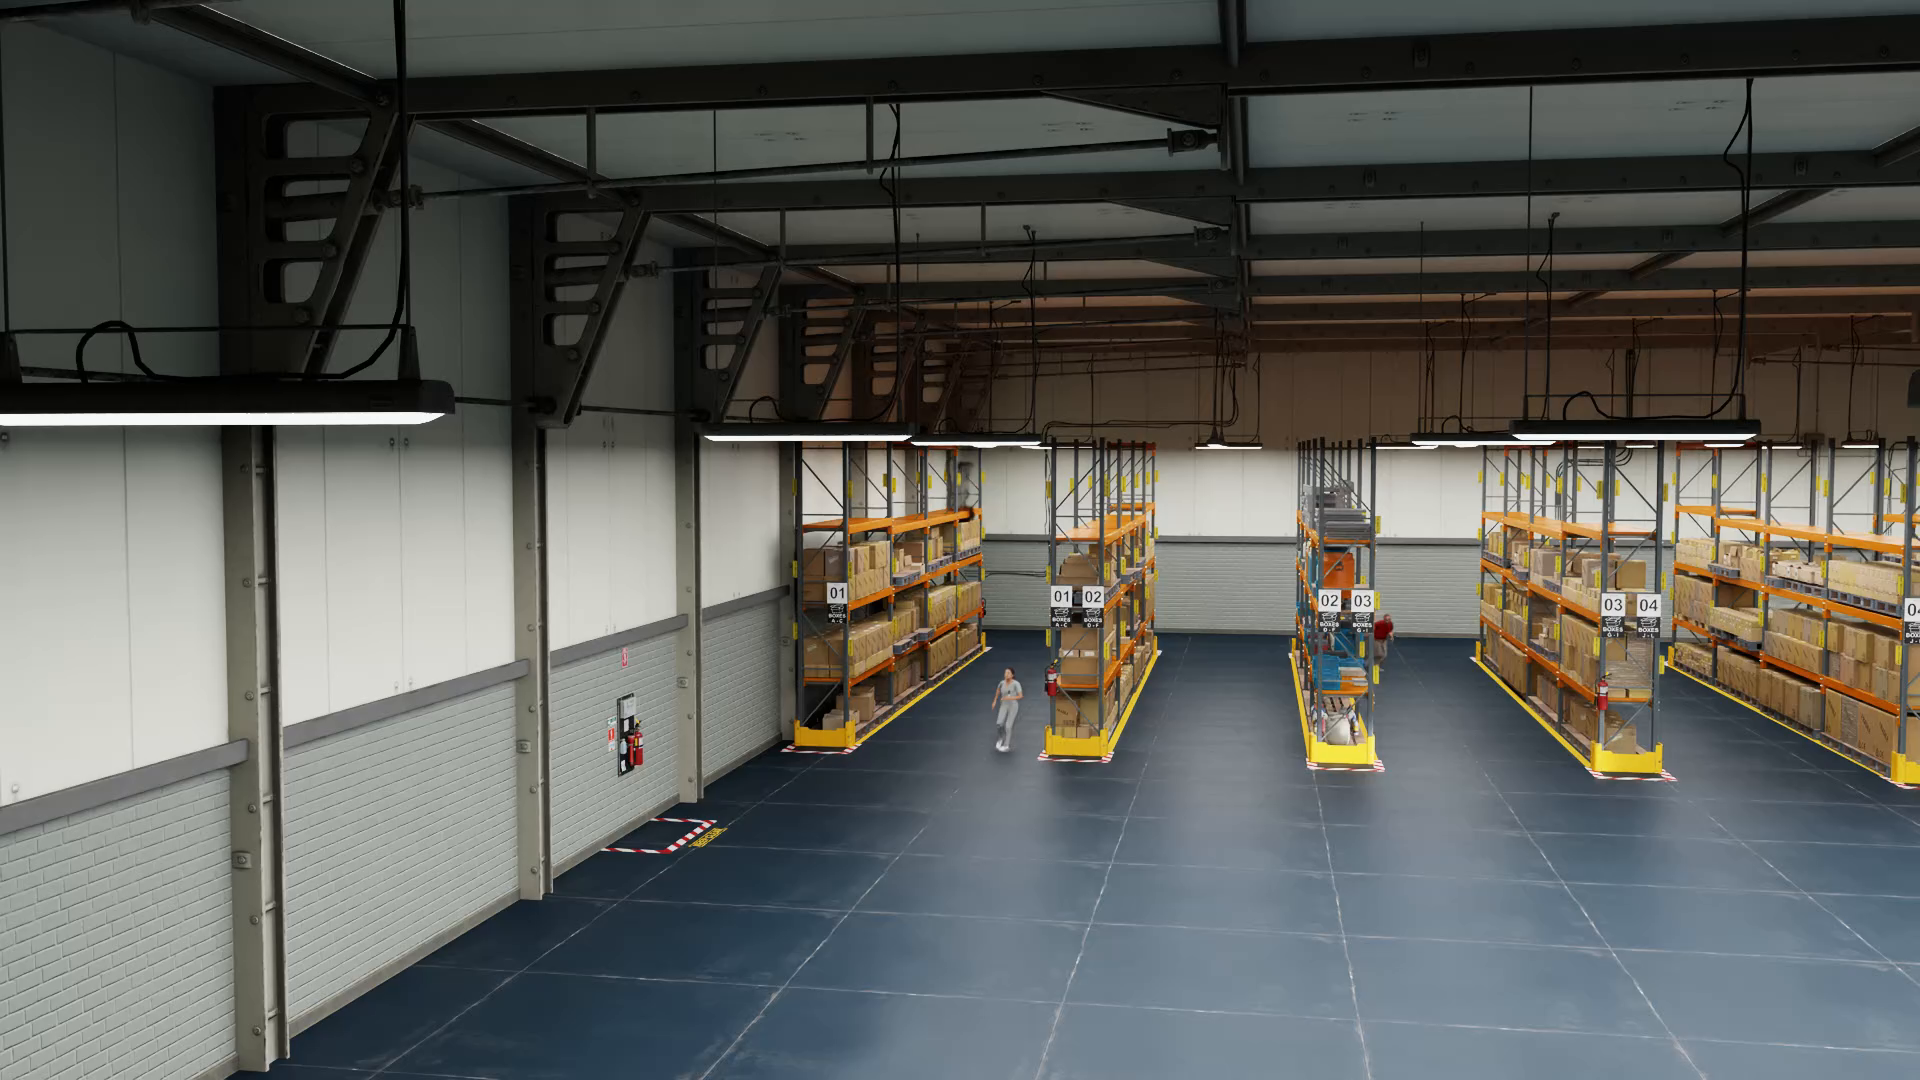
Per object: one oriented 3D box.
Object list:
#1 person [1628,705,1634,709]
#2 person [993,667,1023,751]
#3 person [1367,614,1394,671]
[{"bbox_3d":[15.065,2.874,37.372,0.649,1.784,0.974,0,3,3],"label":"person"},{"bbox_3d":[0.891,3.232,31.711,0.638,1.627,0.590,1,3,14],"label":"person"},{"bbox_3d":[10.924,2.673,43.260,0.689,1.540,0.844,-1,3,-19],"label":"person"}]
